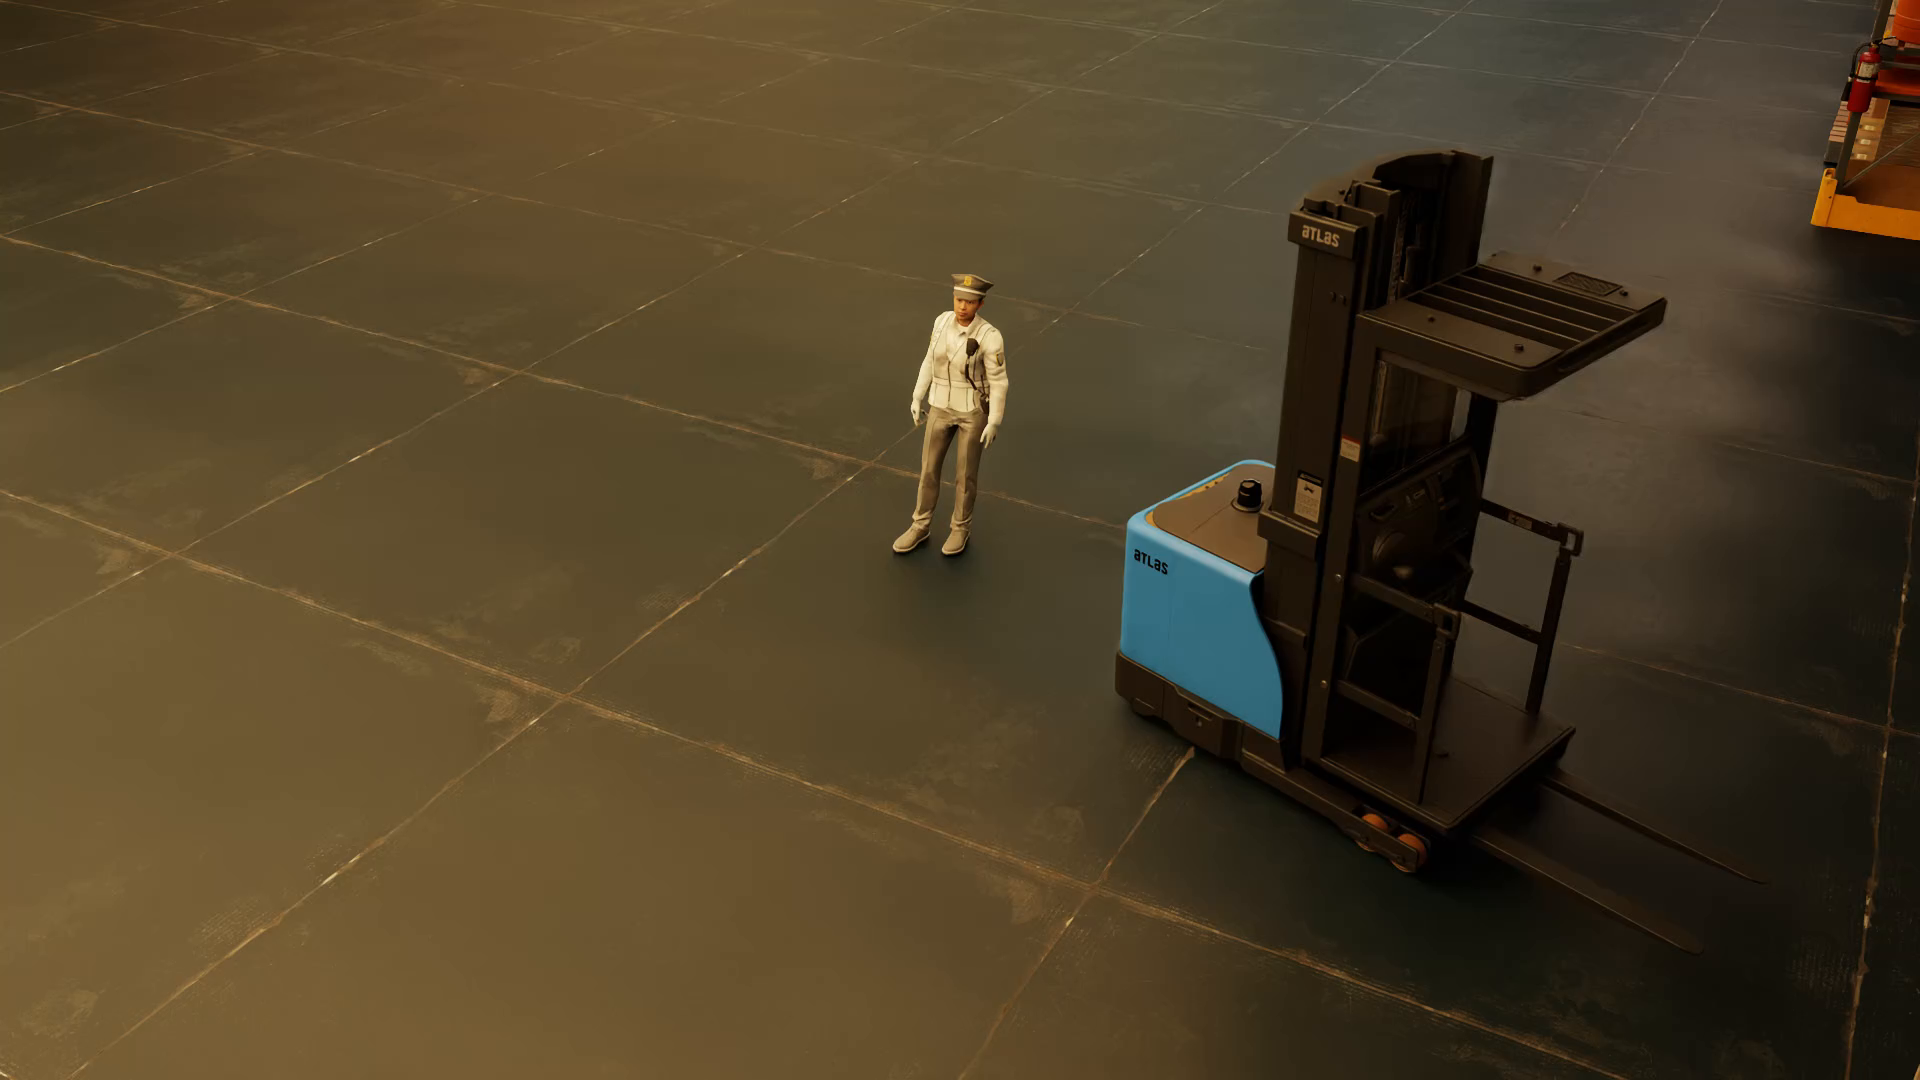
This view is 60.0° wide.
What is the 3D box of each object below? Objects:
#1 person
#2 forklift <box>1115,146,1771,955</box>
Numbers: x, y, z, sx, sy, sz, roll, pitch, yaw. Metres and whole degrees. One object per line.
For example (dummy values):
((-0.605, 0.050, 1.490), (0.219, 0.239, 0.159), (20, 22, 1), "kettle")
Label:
((-0.039, -0.712, 9.527), (0.586, 1.694, 0.532), (15, 33, 25), "person")
((2.170, -0.077, 7.204), (1.130, 2.935, 3.031), (-25, 38, -36), "forklift")
